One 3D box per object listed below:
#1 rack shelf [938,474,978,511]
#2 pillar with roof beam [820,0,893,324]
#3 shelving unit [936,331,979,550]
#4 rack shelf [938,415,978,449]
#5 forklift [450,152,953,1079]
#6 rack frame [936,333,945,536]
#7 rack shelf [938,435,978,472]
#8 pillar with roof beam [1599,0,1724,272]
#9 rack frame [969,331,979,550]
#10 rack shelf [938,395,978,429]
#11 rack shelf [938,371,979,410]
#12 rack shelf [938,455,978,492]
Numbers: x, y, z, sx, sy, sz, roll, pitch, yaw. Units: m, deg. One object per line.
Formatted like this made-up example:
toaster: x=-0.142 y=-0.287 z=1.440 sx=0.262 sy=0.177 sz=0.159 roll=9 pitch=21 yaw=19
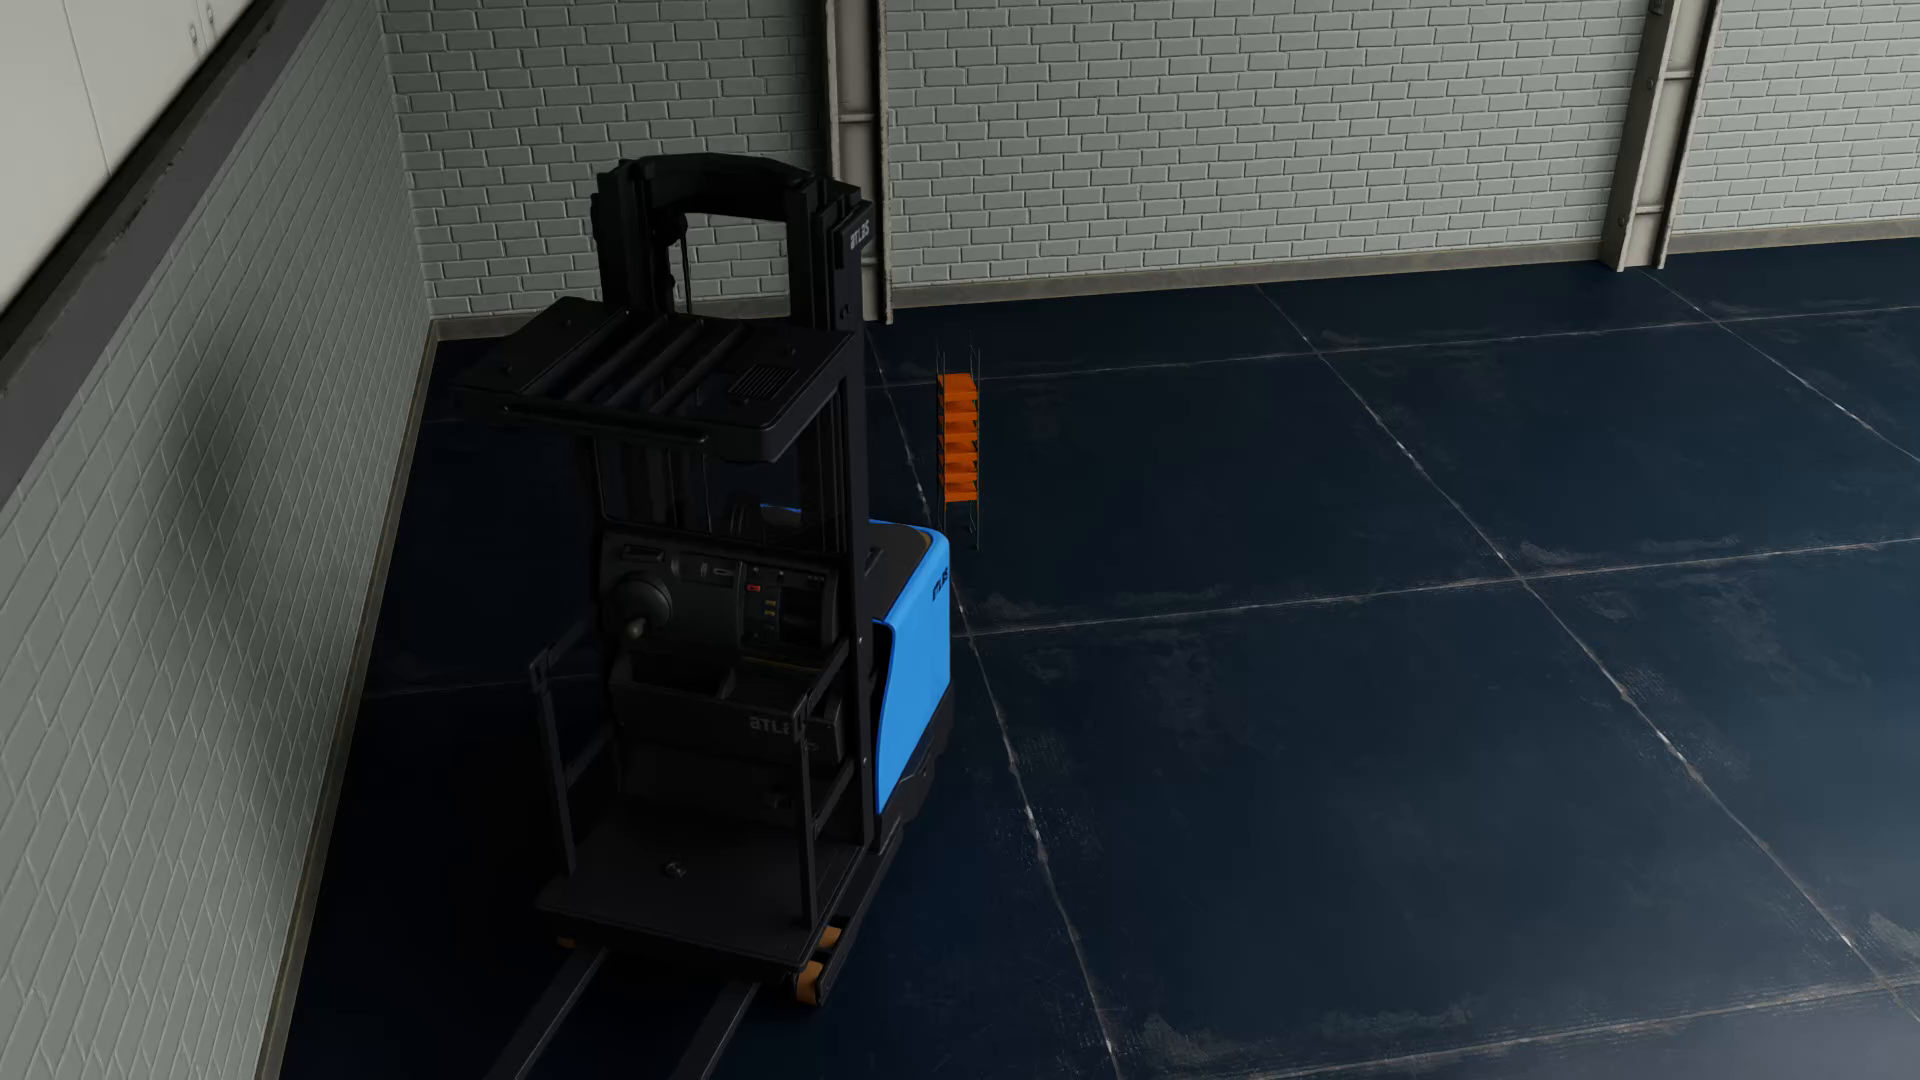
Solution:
rack shelf: x=-0.014 y=-0.271 z=9.088 sx=0.180 sy=0.103 sz=0.258 roll=-5 pitch=31 yaw=-9
pillar with roof beam: x=0.075 y=-3.336 z=6.045 sx=0.400 sy=9.000 sz=9.100 roll=-5 pitch=31 yaw=-9
shelving unit: x=-0.014 y=-0.516 z=8.944 sx=0.189 sy=1.200 sz=0.258 roll=-5 pitch=31 yaw=-9
rack shelf: x=-0.014 y=-0.581 z=8.905 sx=0.180 sy=0.103 sz=0.258 roll=-5 pitch=31 yaw=-9
forklift: x=-0.947 y=0.262 z=5.912 sx=1.130 sy=2.935 sz=3.031 roll=9 pitch=32 yaw=15
rack frame: x=-0.104 y=-0.508 z=8.929 sx=0.006 sy=1.200 sz=0.240 roll=-5 pitch=31 yaw=-9
rack shelf: x=-0.014 y=-0.478 z=8.966 sx=0.180 sy=0.103 sz=0.258 roll=-5 pitch=31 yaw=-9
pillar with roof beam: x=5.976 y=-3.883 z=6.976 sx=0.400 sy=9.000 sz=9.100 roll=-5 pitch=31 yaw=-9
rack frame: x=0.076 y=-0.524 z=8.958 sx=0.006 sy=1.200 sz=0.240 roll=-5 pitch=31 yaw=-9
rack shelf: x=-0.014 y=-0.684 z=8.845 sx=0.180 sy=0.103 sz=0.258 roll=-5 pitch=31 yaw=-9
rack shelf: x=-0.014 y=-0.788 z=8.784 sx=0.180 sy=0.103 sz=0.258 roll=-5 pitch=31 yaw=-9
rack shelf: x=-0.014 y=-0.374 z=9.027 sx=0.180 sy=0.103 sz=0.258 roll=-5 pitch=31 yaw=-9
